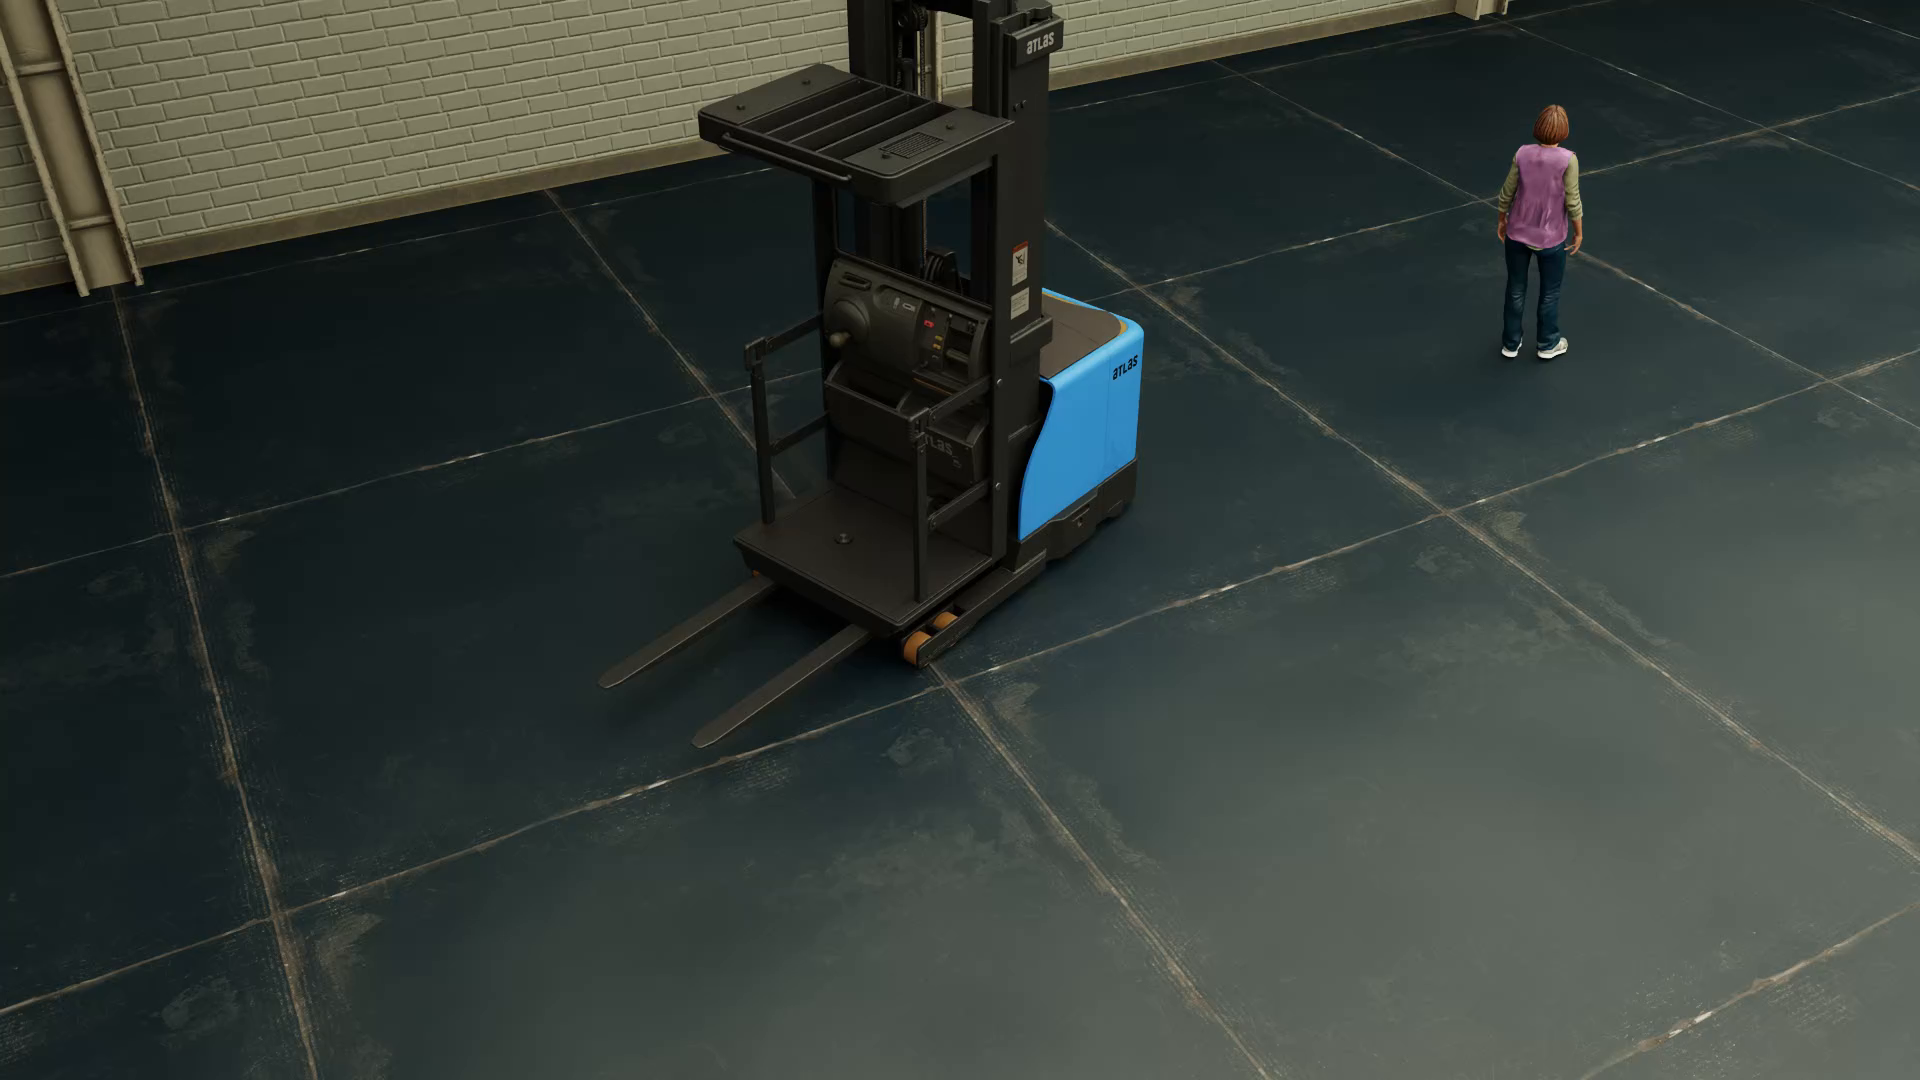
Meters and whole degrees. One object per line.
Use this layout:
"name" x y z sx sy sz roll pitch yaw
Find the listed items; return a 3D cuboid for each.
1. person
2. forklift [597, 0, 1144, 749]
"person" 3.445 -1.825 9.848 0.521 1.599 0.472 22 41 28
"forklift" -0.390 -0.927 7.434 1.130 2.935 3.031 26 43 31
